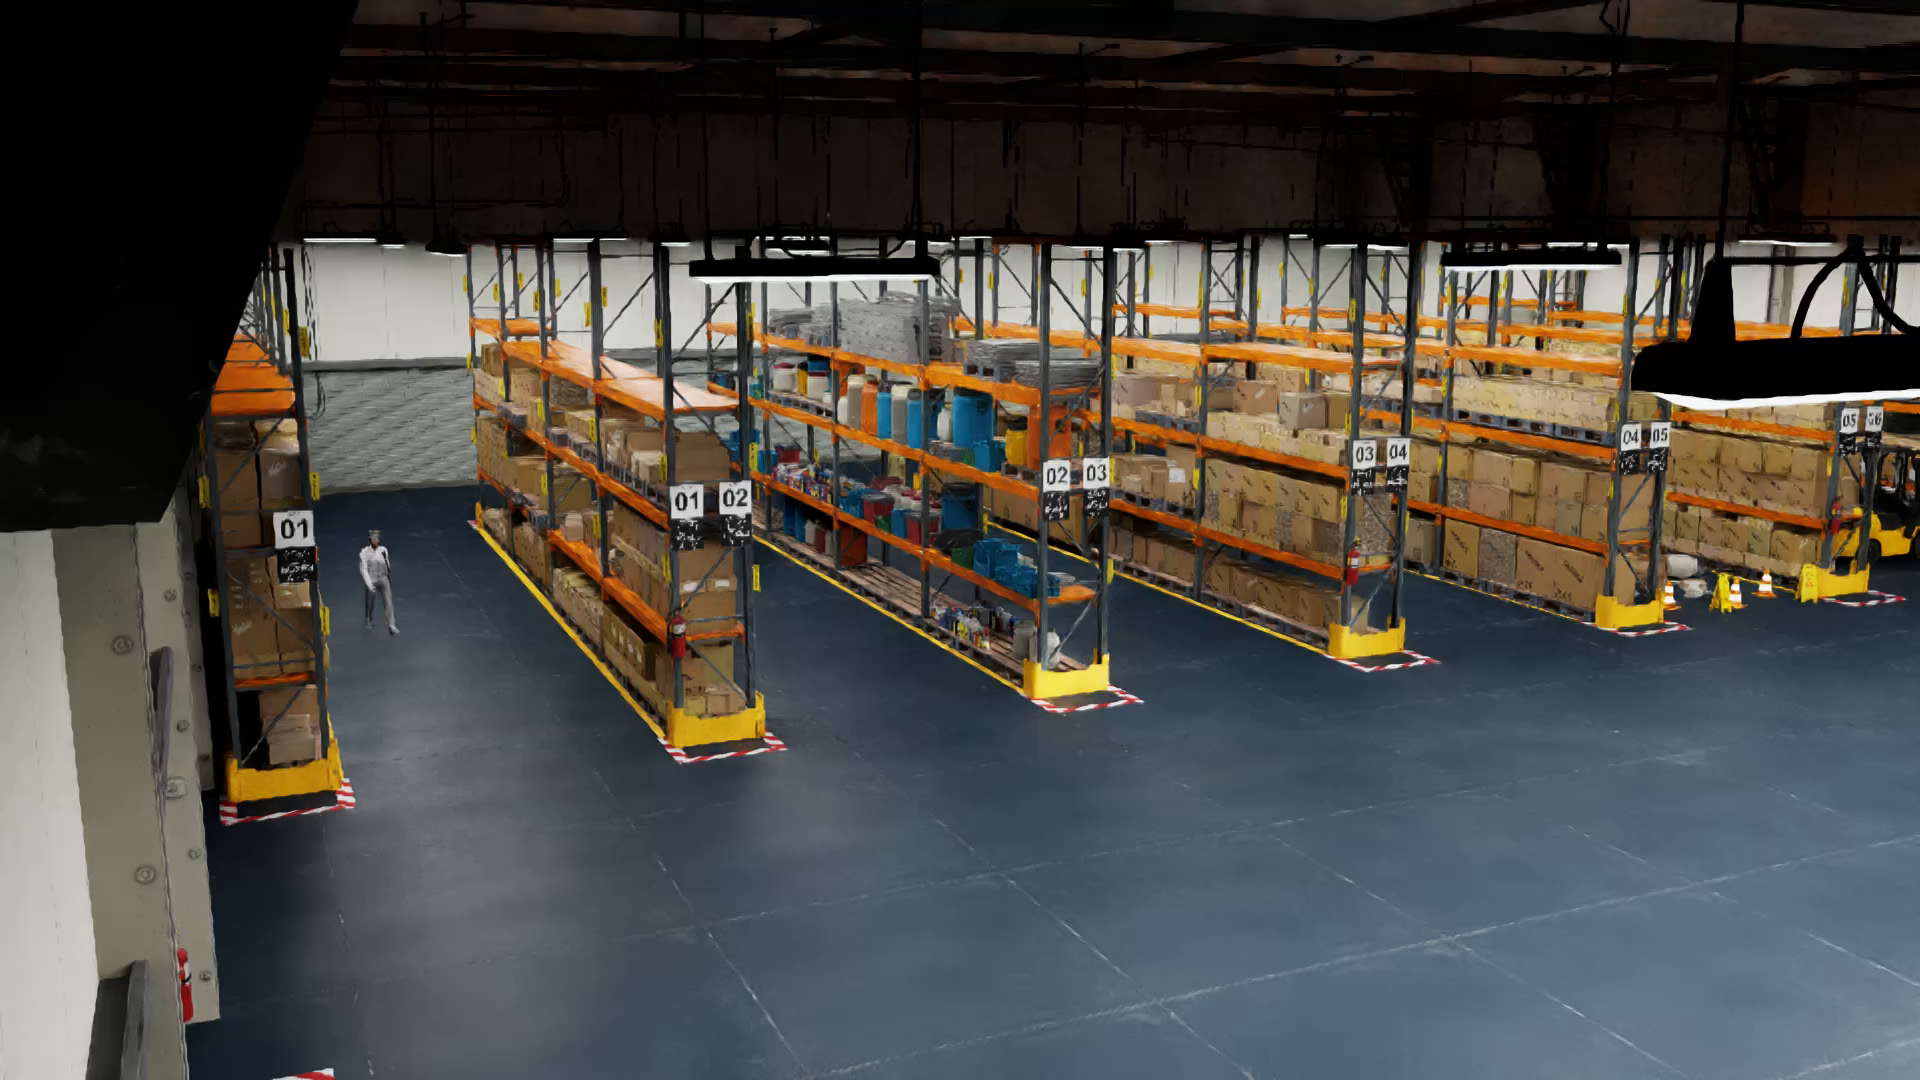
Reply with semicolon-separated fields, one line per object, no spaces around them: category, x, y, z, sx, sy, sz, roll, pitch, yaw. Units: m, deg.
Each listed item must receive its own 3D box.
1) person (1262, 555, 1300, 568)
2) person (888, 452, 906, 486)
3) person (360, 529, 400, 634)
person;5.960;-0.338;30.459;0.546;1.644;1.106;-5;12;-26
person;-1.300;-1.308;35.389;0.540;1.678;0.454;10;15;42
person;-8.977;0.625;25.567;0.480;1.615;0.993;-7;13;-32
